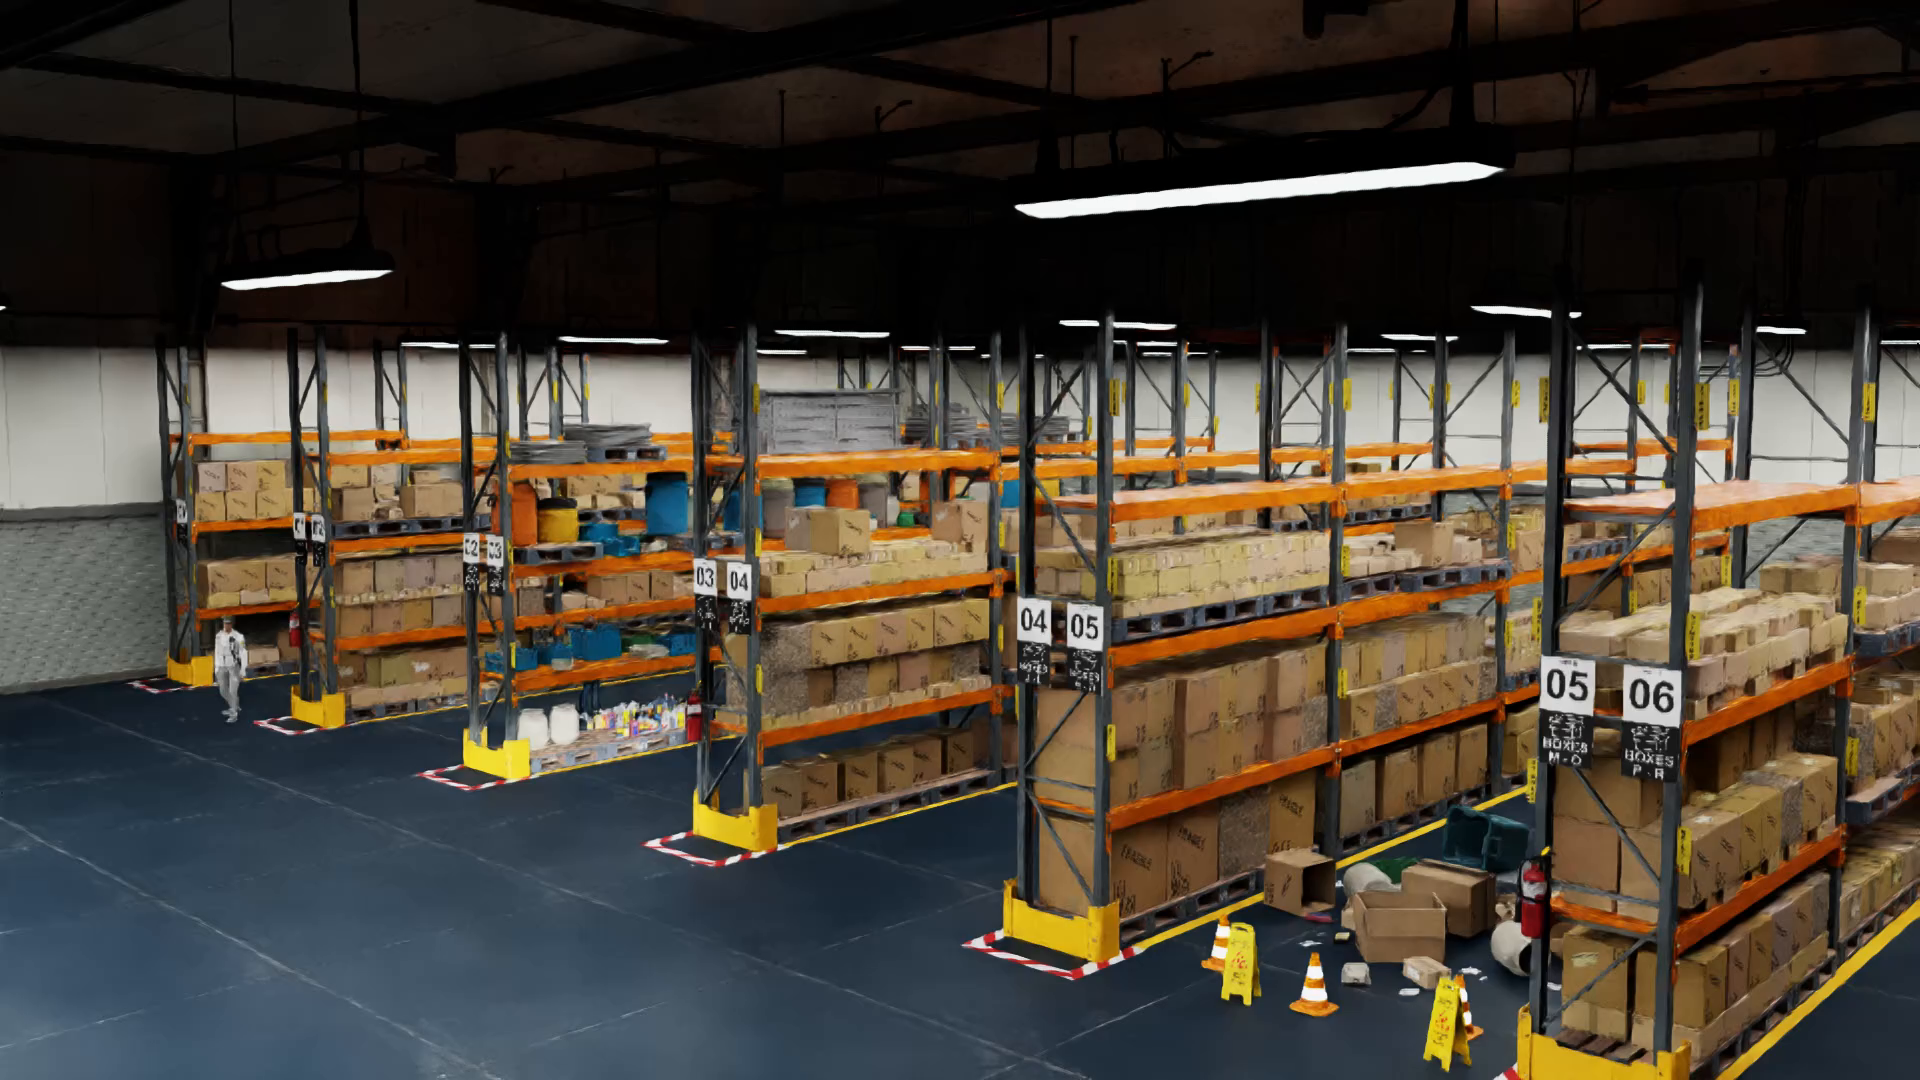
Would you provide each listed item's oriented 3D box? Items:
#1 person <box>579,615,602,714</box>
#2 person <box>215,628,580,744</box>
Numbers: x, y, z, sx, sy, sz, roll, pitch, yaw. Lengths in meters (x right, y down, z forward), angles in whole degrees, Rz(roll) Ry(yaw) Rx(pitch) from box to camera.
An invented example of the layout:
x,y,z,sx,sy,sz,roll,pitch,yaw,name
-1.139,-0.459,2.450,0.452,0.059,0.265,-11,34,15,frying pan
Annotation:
x,y,z,sx,sy,sz,roll,pitch,yaw,name
4.829,0.852,26.559,20.554,3.467,6.717,1,5,12,person
-8.332,2.172,24.313,6.560,1.441,2.328,1,5,8,person
